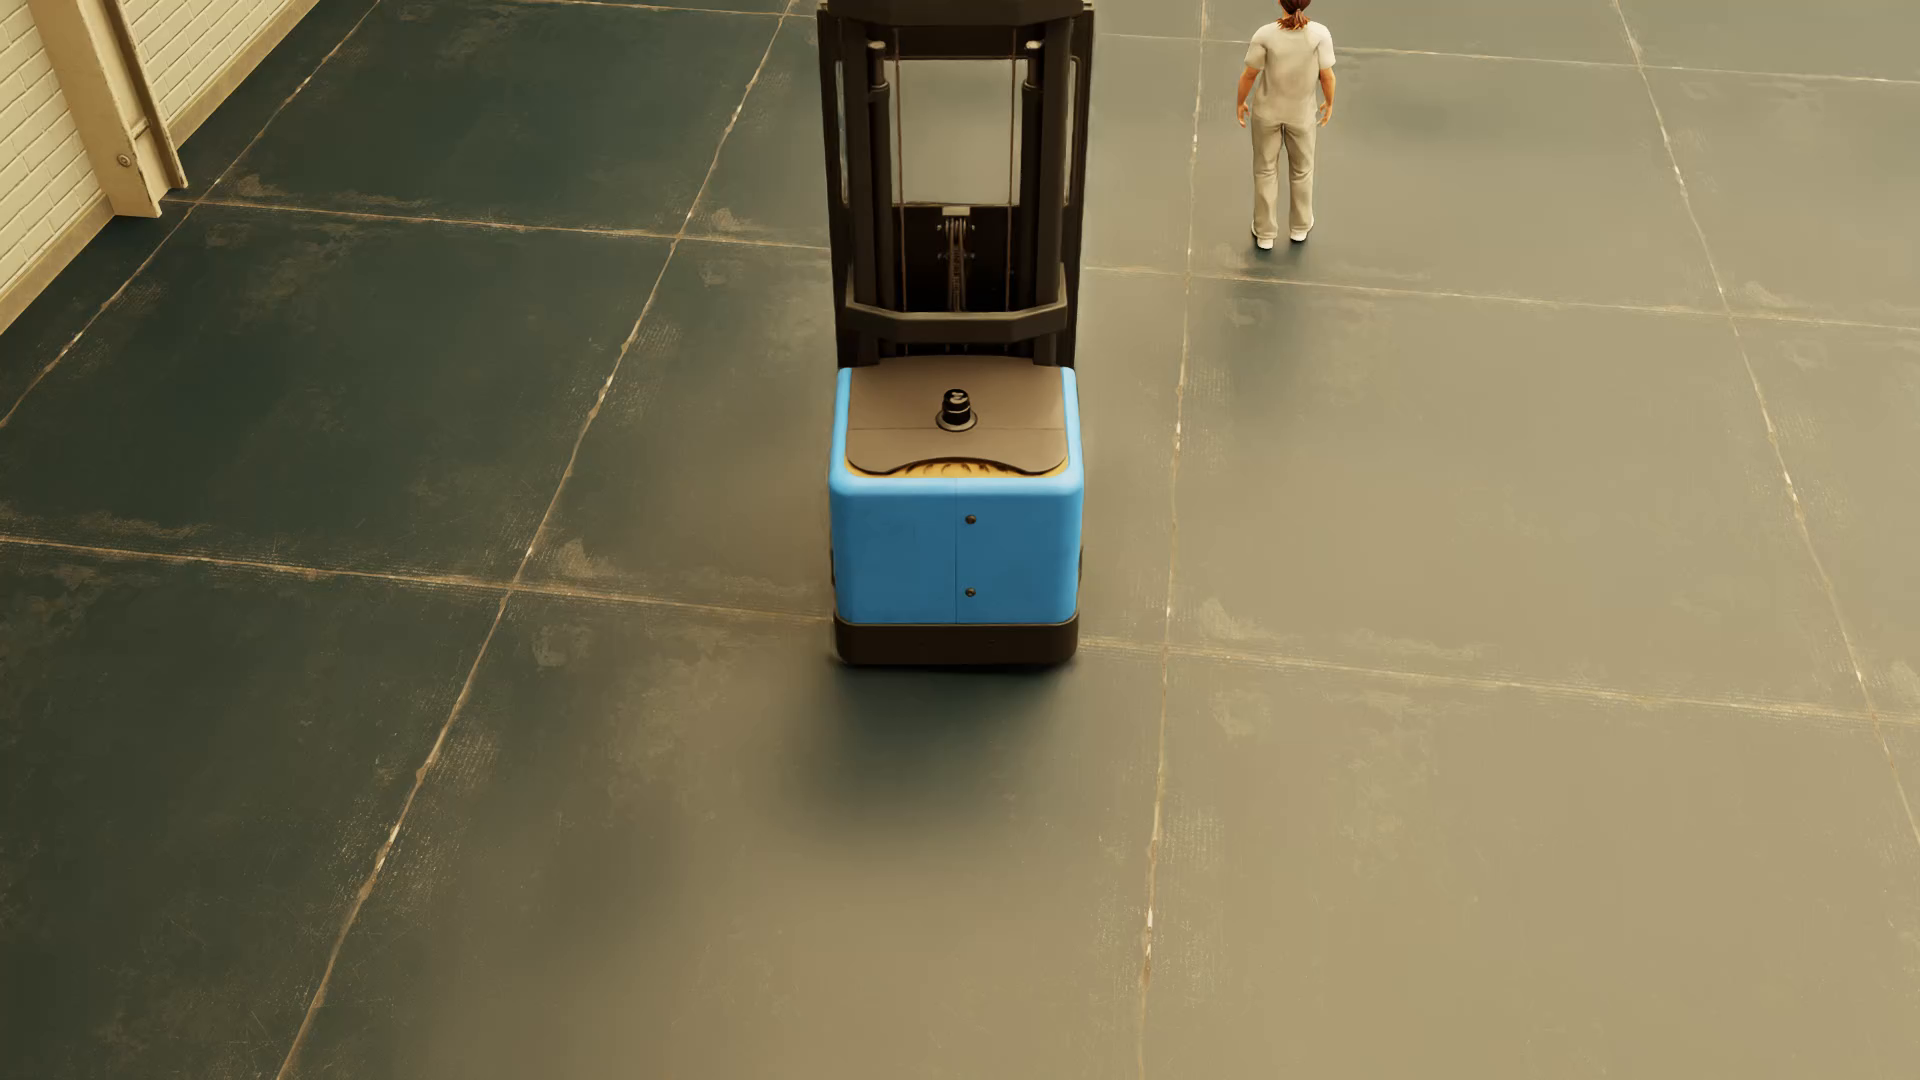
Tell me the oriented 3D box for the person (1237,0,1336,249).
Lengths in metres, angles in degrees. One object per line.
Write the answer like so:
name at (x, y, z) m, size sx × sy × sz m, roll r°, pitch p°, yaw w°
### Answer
person at (1.810, -2.402, 9.256) m, size 0.549 × 1.674 × 0.549 m, roll 6°, pitch 43°, yaw 6°

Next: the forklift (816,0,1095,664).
forklift at (-0.019, -1.513, 7.371) m, size 1.130 × 2.935 × 3.031 m, roll 0°, pitch 43°, yaw 0°
